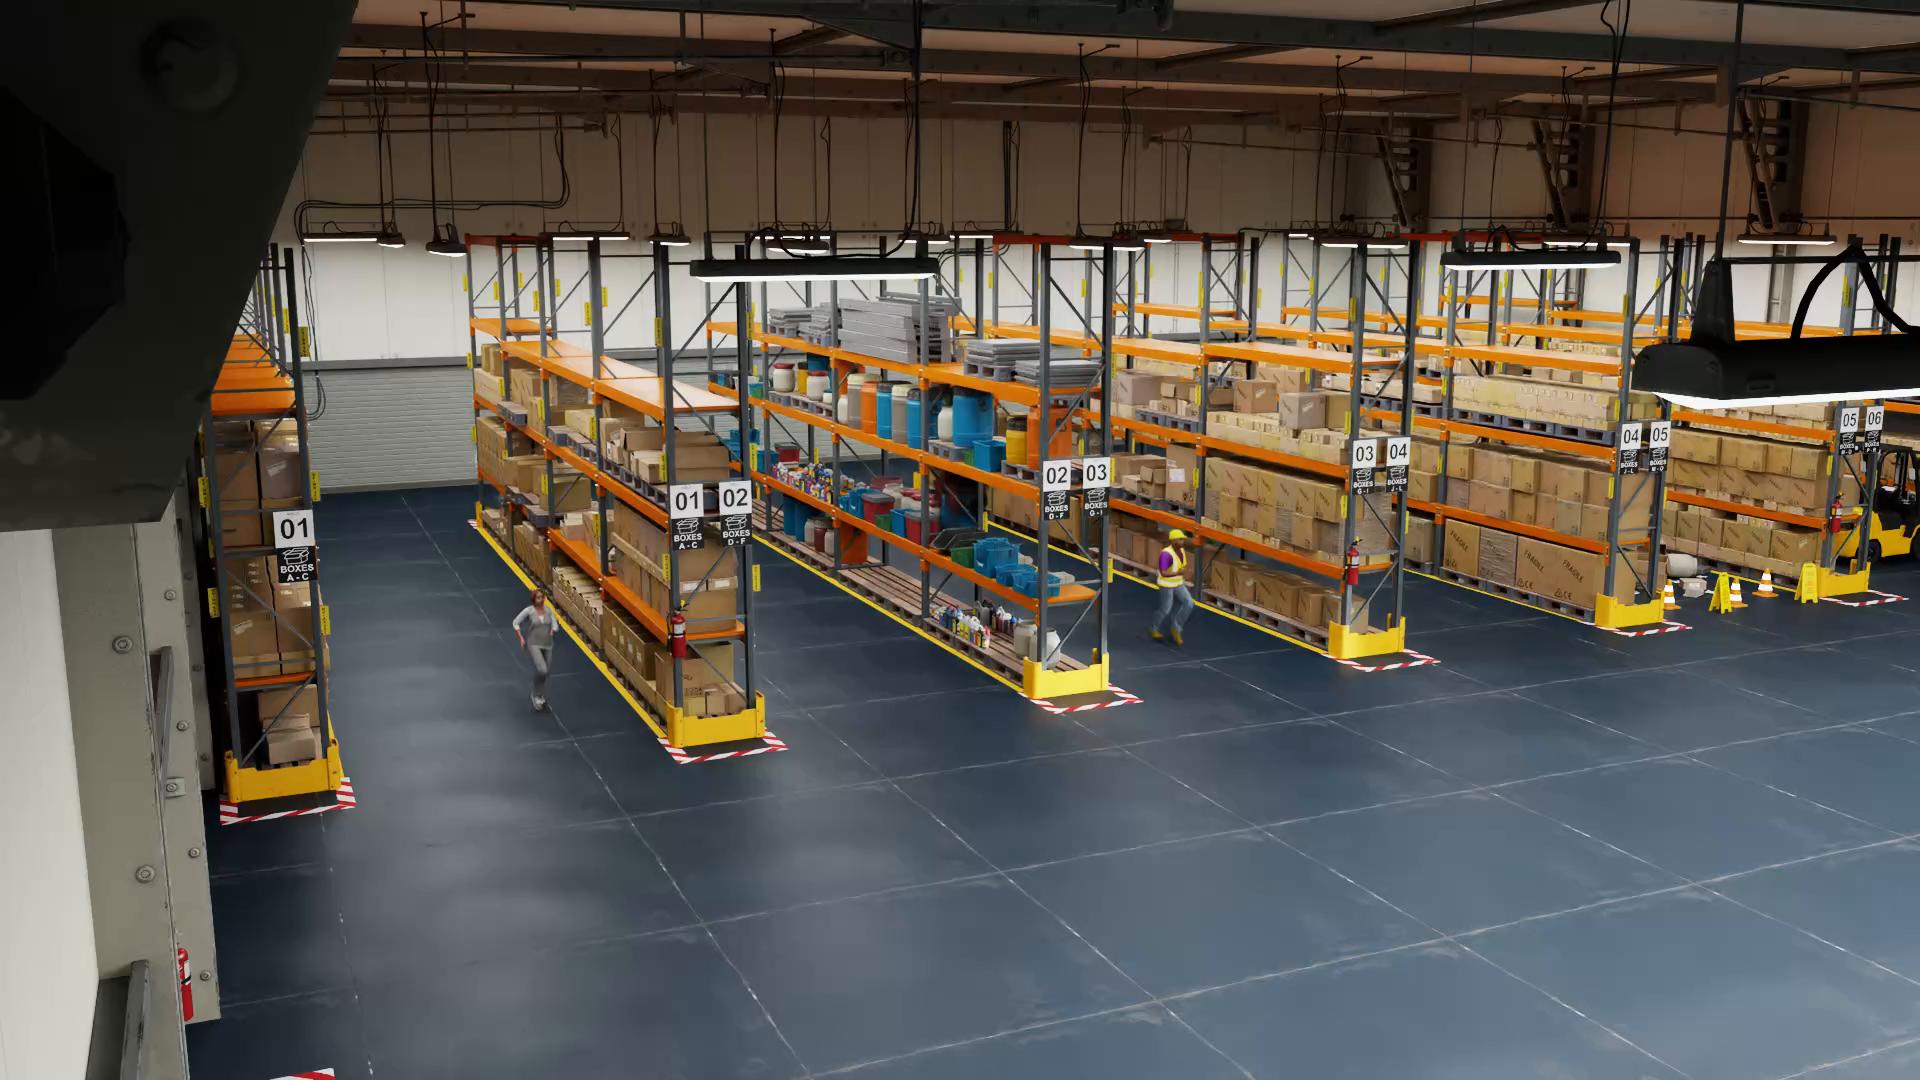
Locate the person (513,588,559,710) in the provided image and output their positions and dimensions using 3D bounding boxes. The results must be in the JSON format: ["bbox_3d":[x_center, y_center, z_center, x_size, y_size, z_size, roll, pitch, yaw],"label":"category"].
[{"bbox_3d":[-5.459,1.418,21.604,0.506,1.592,0.662,-9,14,-39],"label":"person"}]

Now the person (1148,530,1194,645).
[{"bbox_3d":[3.176,0.696,24.940,0.816,1.765,0.732,10,15,43],"label":"person"}]

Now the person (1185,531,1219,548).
[{"bbox_3d":[4.692,-0.726,32.007,0.657,1.776,0.968,-7,13,-32],"label":"person"}]

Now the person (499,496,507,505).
[{"bbox_3d":[-9.742,-1.349,35.796,0.494,1.655,0.628,2,11,9],"label":"person"}]

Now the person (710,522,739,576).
[{"bbox_3d":[-4.009,0.151,28.002,0.599,1.700,0.820,-8,13,-34],"label":"person"}]
